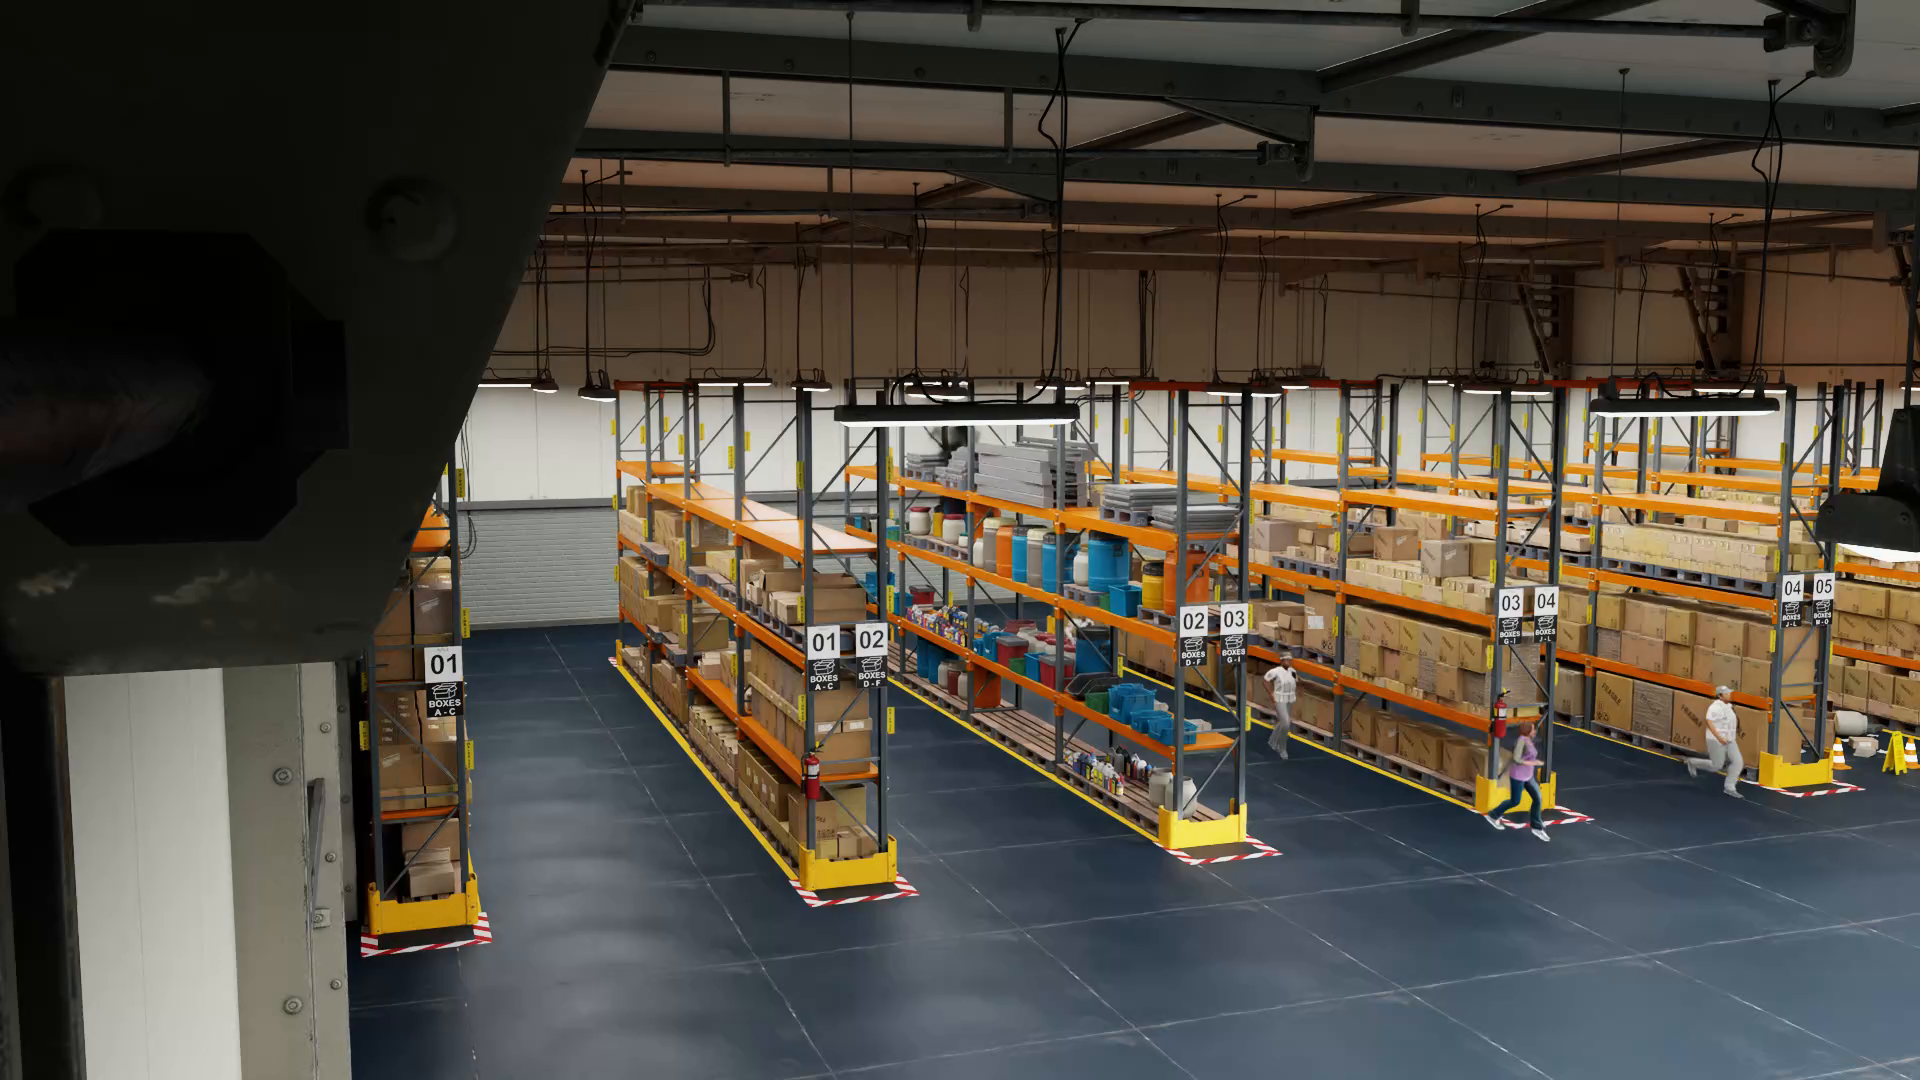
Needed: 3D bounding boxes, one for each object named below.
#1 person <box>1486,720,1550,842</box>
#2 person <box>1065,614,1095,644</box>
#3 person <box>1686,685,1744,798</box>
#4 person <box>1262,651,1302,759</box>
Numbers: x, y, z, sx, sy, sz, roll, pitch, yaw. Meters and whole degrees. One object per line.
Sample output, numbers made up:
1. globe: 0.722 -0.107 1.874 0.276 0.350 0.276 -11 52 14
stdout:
1. person: 7.494 3.195 22.250 0.826 1.614 0.569 5 8 39
2. person: 2.370 2.108 32.102 0.584 1.754 0.769 -3 7 -23
3. person: 11.204 2.953 24.568 0.605 1.642 0.809 -5 8 -37
4. person: 5.234 2.661 26.918 0.555 1.751 0.755 -3 7 -28
